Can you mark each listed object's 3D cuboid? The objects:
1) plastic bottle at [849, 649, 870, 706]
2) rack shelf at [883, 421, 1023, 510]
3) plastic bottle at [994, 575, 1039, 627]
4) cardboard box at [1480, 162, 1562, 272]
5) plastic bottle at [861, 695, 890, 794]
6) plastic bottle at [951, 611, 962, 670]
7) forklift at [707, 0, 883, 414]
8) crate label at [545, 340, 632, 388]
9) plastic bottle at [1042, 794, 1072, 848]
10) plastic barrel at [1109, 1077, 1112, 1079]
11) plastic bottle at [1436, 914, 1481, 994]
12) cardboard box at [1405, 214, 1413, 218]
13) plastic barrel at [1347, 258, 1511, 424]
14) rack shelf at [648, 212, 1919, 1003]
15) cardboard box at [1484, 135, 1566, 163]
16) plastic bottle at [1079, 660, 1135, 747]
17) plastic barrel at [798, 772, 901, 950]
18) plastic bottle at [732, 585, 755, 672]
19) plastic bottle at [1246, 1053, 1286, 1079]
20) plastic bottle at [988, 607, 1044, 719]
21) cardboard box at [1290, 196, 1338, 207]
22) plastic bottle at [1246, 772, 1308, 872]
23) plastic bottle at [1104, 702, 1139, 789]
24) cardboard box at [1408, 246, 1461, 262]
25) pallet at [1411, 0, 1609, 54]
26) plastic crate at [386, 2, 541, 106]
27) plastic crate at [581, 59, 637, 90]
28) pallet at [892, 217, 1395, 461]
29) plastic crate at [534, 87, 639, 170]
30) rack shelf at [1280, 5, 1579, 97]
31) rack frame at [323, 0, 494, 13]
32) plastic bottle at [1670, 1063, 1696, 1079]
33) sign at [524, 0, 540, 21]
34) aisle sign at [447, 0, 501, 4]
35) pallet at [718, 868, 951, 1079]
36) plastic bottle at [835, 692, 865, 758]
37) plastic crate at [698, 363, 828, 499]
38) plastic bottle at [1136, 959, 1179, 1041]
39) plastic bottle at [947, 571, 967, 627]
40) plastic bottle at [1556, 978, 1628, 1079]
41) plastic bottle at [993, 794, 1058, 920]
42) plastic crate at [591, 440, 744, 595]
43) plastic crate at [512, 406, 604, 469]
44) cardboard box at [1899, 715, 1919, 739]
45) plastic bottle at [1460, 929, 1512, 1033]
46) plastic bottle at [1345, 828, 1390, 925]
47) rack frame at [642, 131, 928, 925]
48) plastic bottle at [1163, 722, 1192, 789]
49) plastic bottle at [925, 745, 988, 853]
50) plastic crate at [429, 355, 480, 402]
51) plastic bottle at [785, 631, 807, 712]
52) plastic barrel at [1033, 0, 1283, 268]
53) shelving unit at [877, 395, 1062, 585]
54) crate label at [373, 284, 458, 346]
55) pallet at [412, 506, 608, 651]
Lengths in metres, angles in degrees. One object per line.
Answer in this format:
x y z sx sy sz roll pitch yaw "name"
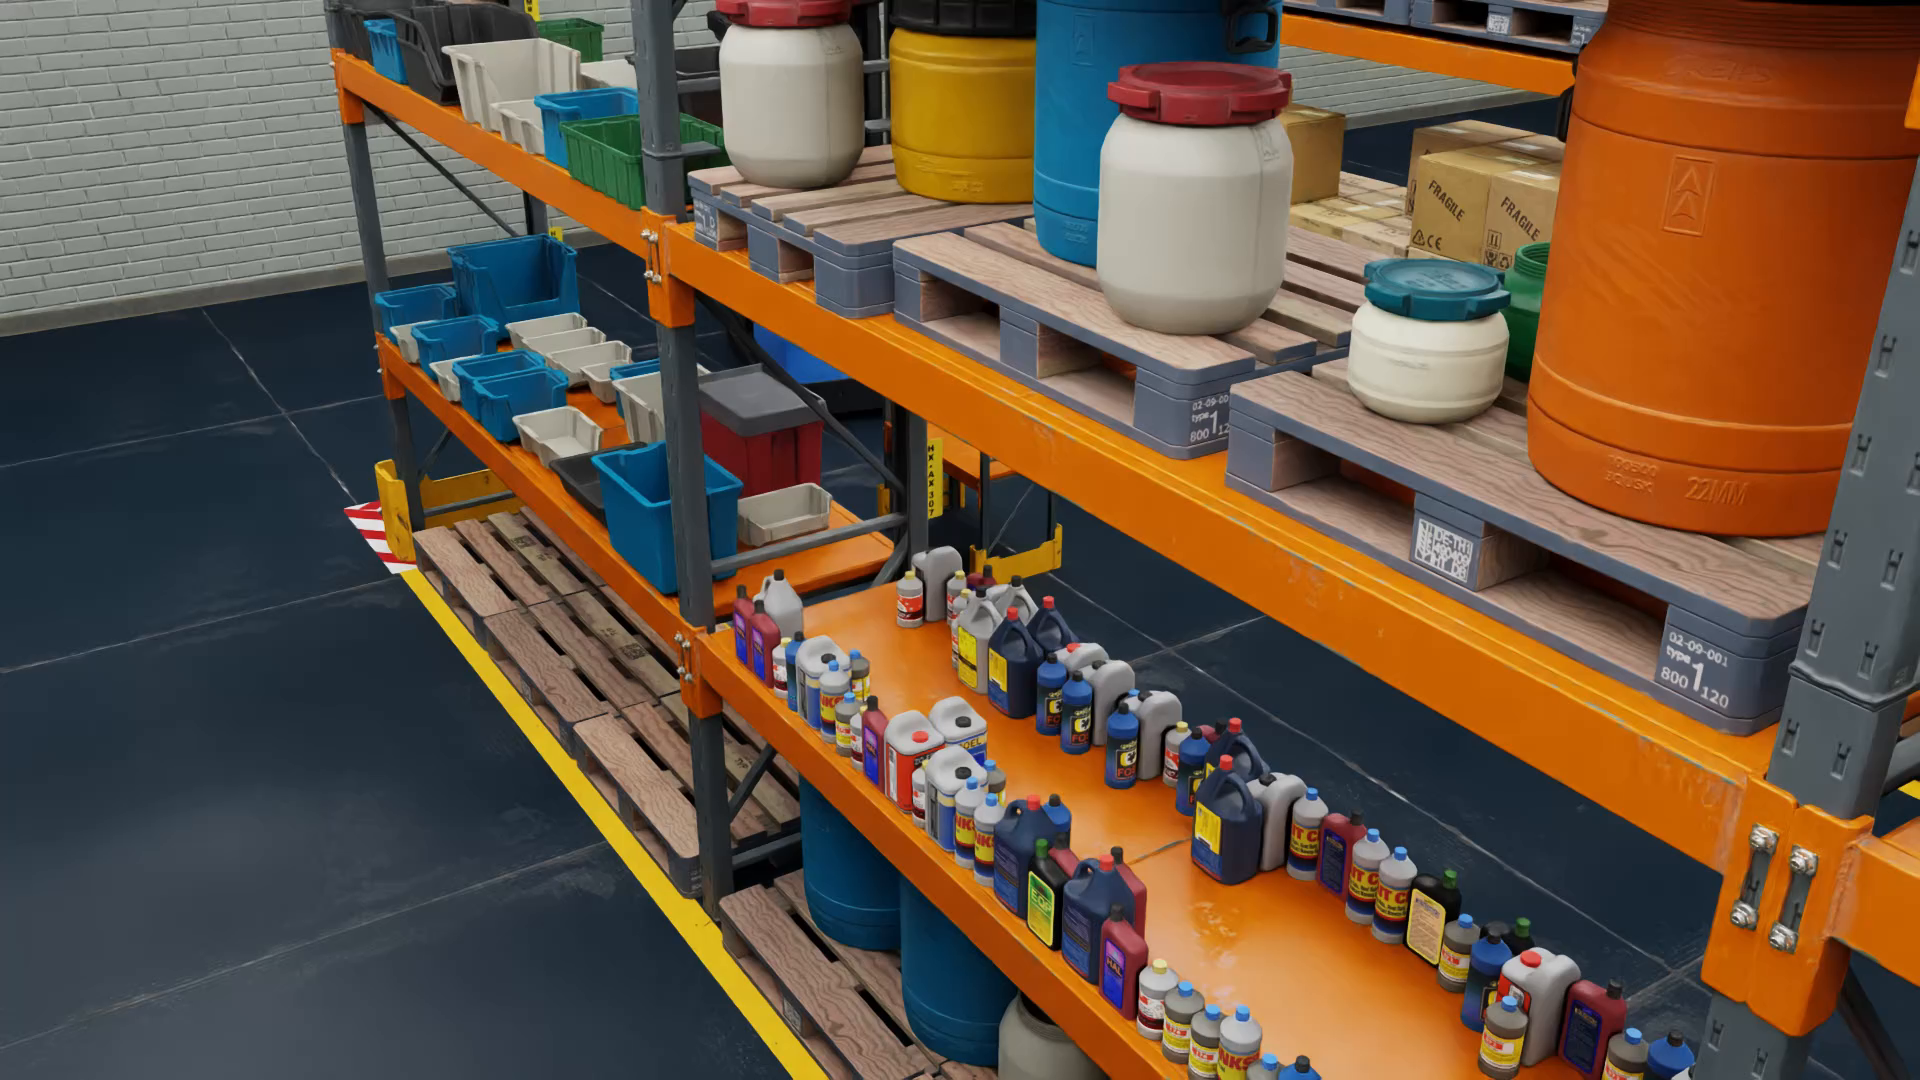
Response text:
-0.345 0.458 5.499 0.097 0.201 0.097 0 25 0 "plastic bottle"
0.047 -0.485 9.442 0.538 0.185 1.000 -16 29 -30 "rack shelf"
0.203 0.293 5.673 0.144 0.351 0.185 -16 29 -30 "plastic bottle"
3.102 -1.644 8.667 0.500 0.500 0.500 -15 29 -28 "cardboard box"
-0.245 0.619 5.061 0.061 0.283 0.133 -16 29 -30 "plastic bottle"
0.019 0.340 5.748 0.097 0.201 0.097 0 25 0 "plastic bottle"
-1.167 -2.767 12.178 1.130 2.935 3.031 -8 27 -17 "forklift"
-1.841 -0.870 8.317 0.396 0.136 0.243 -16 29 -30 "crate label"
0.260 0.829 4.631 0.097 0.271 0.097 0 25 0 "plastic bottle"
0.713 1.775 4.810 0.600 0.588 0.708 -16 29 -30 "plastic barrel"
1.280 1.048 4.249 0.097 0.201 0.097 0 25 0 "plastic bottle"
2.985 -1.795 9.865 0.500 0.250 0.500 -15 29 -28 "cardboard box"
0.903 -0.384 3.206 0.301 0.262 0.301 0 25 0 "plastic barrel"
0.519 -0.297 4.195 1.077 0.370 4.000 -16 29 -30 "rack shelf"
3.268 -1.950 9.317 0.500 0.500 0.500 -16 29 -30 "cardboard box"
0.462 0.499 5.324 0.152 0.276 0.135 -16 29 -30 "plastic bottle"
-0.290 0.976 6.135 0.600 0.901 0.708 -16 29 -30 "plastic barrel"
-0.730 0.302 5.734 0.061 0.283 0.133 -16 29 -30 "plastic bottle"
0.700 1.261 3.797 0.097 0.201 0.097 0 25 0 "plastic bottle"
0.184 0.393 5.462 0.144 0.351 0.185 -16 29 -30 "plastic bottle"
1.990 -2.034 10.371 0.500 0.250 0.500 -17 30 -31 "cardboard box"
0.889 0.779 4.731 0.152 0.276 0.135 -16 29 -30 "plastic bottle"
0.494 0.620 5.073 0.097 0.271 0.097 0 25 0 "plastic bottle"
2.832 -1.484 9.207 0.500 0.250 0.500 -15 29 -28 "cardboard box"
3.139 -2.747 8.646 1.003 0.211 1.213 -16 29 -30 "pallet"
-2.152 -2.130 7.308 0.504 0.338 0.767 -16 29 -30 "plastic crate"
-1.420 -1.968 7.201 0.437 0.136 0.530 -16 29 -30 "plastic crate"
0.559 -0.590 4.194 1.003 0.211 1.213 -16 29 -30 "pallet"
-1.337 -1.514 6.125 0.416 0.233 0.300 -16 29 -30 "plastic crate"
2.486 -2.882 9.671 1.077 0.370 4.000 -16 29 -30 "rack shelf"
-2.756 -4.125 7.947 1.000 3.000 0.127 -16 29 -30 "rack frame"
1.646 1.275 3.680 0.152 0.276 0.135 -16 29 -30 "plastic bottle"
-2.304 -2.855 8.894 0.100 0.325 0.005 -16 29 -30 "sign"
-2.550 -2.682 8.872 0.394 0.787 0.004 -16 29 -30 "aisle sign"
-0.186 1.565 6.187 1.003 0.211 1.213 -16 29 -30 "pallet"
-0.346 0.576 5.248 0.097 0.201 0.097 0 25 0 "plastic bottle"
-0.850 -0.415 6.971 0.402 0.464 0.583 -16 29 -30 "plastic crate"
0.487 1.122 4.092 0.097 0.201 0.097 0 25 0 "plastic bottle"
0.000 0.209 6.026 0.097 0.201 0.097 0 25 0 "plastic bottle"
1.504 1.144 3.950 0.061 0.283 0.133 -16 29 -30 "plastic bottle"
0.183 0.837 4.521 0.144 0.351 0.185 -16 29 -30 "plastic bottle"
-1.113 -0.089 6.373 0.392 0.384 0.575 -16 29 -30 "plastic crate"
-1.775 -0.442 7.412 0.293 0.136 0.466 -16 29 -30 "plastic crate"
4.921 0.493 7.188 1.225 0.875 0.875 -15 29 -29 "cardboard box"
1.302 1.078 4.103 0.097 0.271 0.097 0 25 0 "plastic bottle"
1.101 0.899 4.483 0.097 0.271 0.097 0 25 0 "plastic bottle"
-0.573 0.018 6.197 1.000 3.000 0.127 -16 29 -30 "rack frame"
0.675 0.651 5.090 0.097 0.201 0.097 0 25 0 "plastic bottle"
-0.007 0.743 4.808 0.152 0.276 0.135 -16 29 -30 "plastic bottle"
-2.421 -0.778 8.124 0.250 0.136 0.298 -16 29 -30 "plastic crate"
-0.526 0.427 5.483 0.097 0.271 0.097 0 25 0 "plastic bottle"
0.487 -1.180 4.143 0.600 0.901 0.708 -16 29 -30 "plastic barrel"
0.042 -0.651 9.372 0.587 1.500 1.083 -16 29 -30 "shelving unit"
-2.897 -1.199 8.901 0.416 0.233 0.303 -16 29 -30 "crate label"
-2.338 0.153 9.179 1.003 0.211 1.213 -16 29 -30 "pallet"
